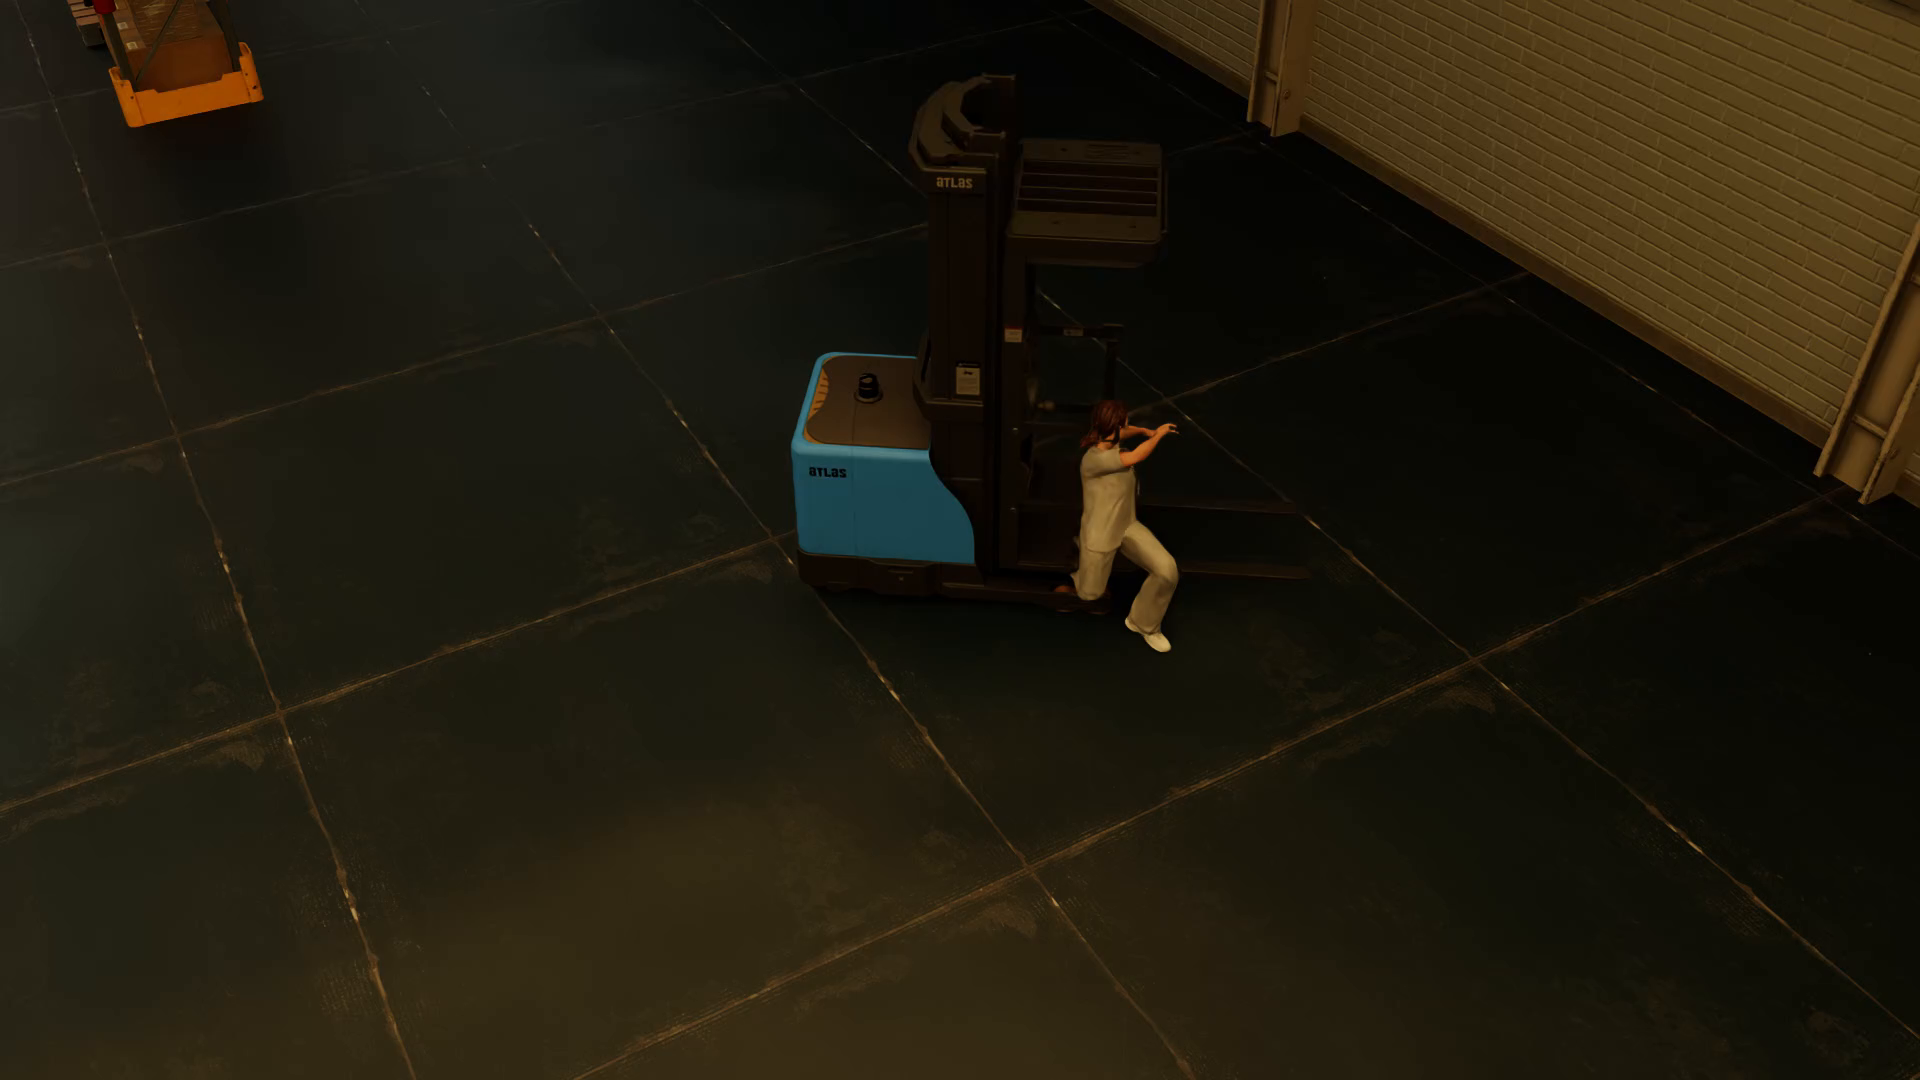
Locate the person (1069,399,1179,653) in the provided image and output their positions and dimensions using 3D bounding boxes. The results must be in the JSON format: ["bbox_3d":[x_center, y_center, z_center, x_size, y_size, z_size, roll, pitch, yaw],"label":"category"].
[{"bbox_3d":[1.040,-0.200,9.388,0.884,1.370,0.942,-28,47,-30],"label":"person"}]

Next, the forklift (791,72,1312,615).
[{"bbox_3d":[0.585,-1.045,9.296,3.031,2.935,1.130,4,40,4],"label":"forklift"}]
